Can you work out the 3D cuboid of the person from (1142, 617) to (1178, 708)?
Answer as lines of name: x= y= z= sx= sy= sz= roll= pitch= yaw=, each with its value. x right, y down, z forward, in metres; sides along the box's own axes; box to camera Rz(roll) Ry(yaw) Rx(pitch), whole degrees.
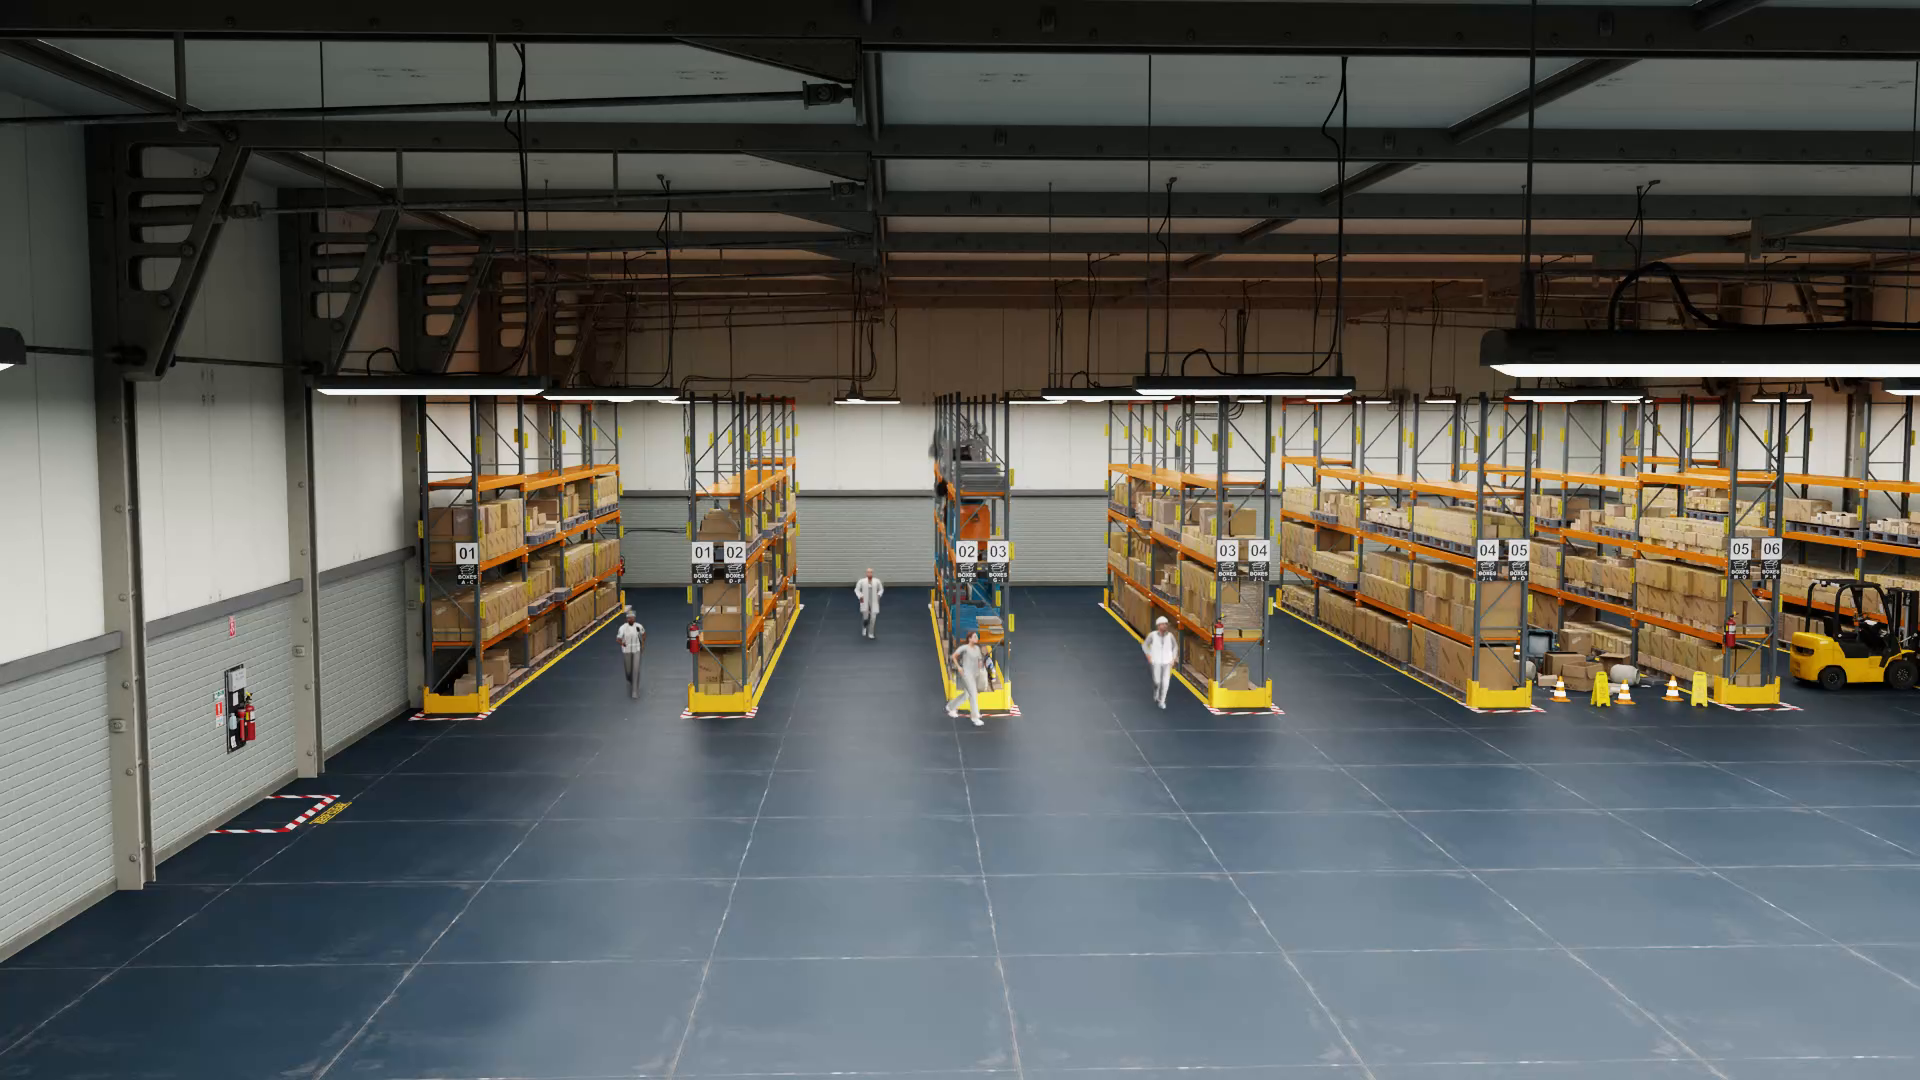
person: x=3.829 y=2.331 z=31.656 sx=0.687 sy=1.740 sz=0.515 roll=0 pitch=5 yaw=-2

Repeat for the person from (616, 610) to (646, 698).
person: x=-6.513 y=2.230 z=32.980 sx=0.587 sy=1.701 sz=0.930 roll=-1 pitch=5 yaw=-10

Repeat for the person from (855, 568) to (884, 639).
person: x=-2.225 y=1.568 z=41.053 sx=0.708 sy=1.726 sz=0.600 roll=-1 pitch=5 yaw=-9

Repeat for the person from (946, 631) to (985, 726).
person: x=0.158 y=2.490 z=30.254 sx=0.933 sy=1.676 sz=0.594 roll=4 pitch=6 yaw=38
